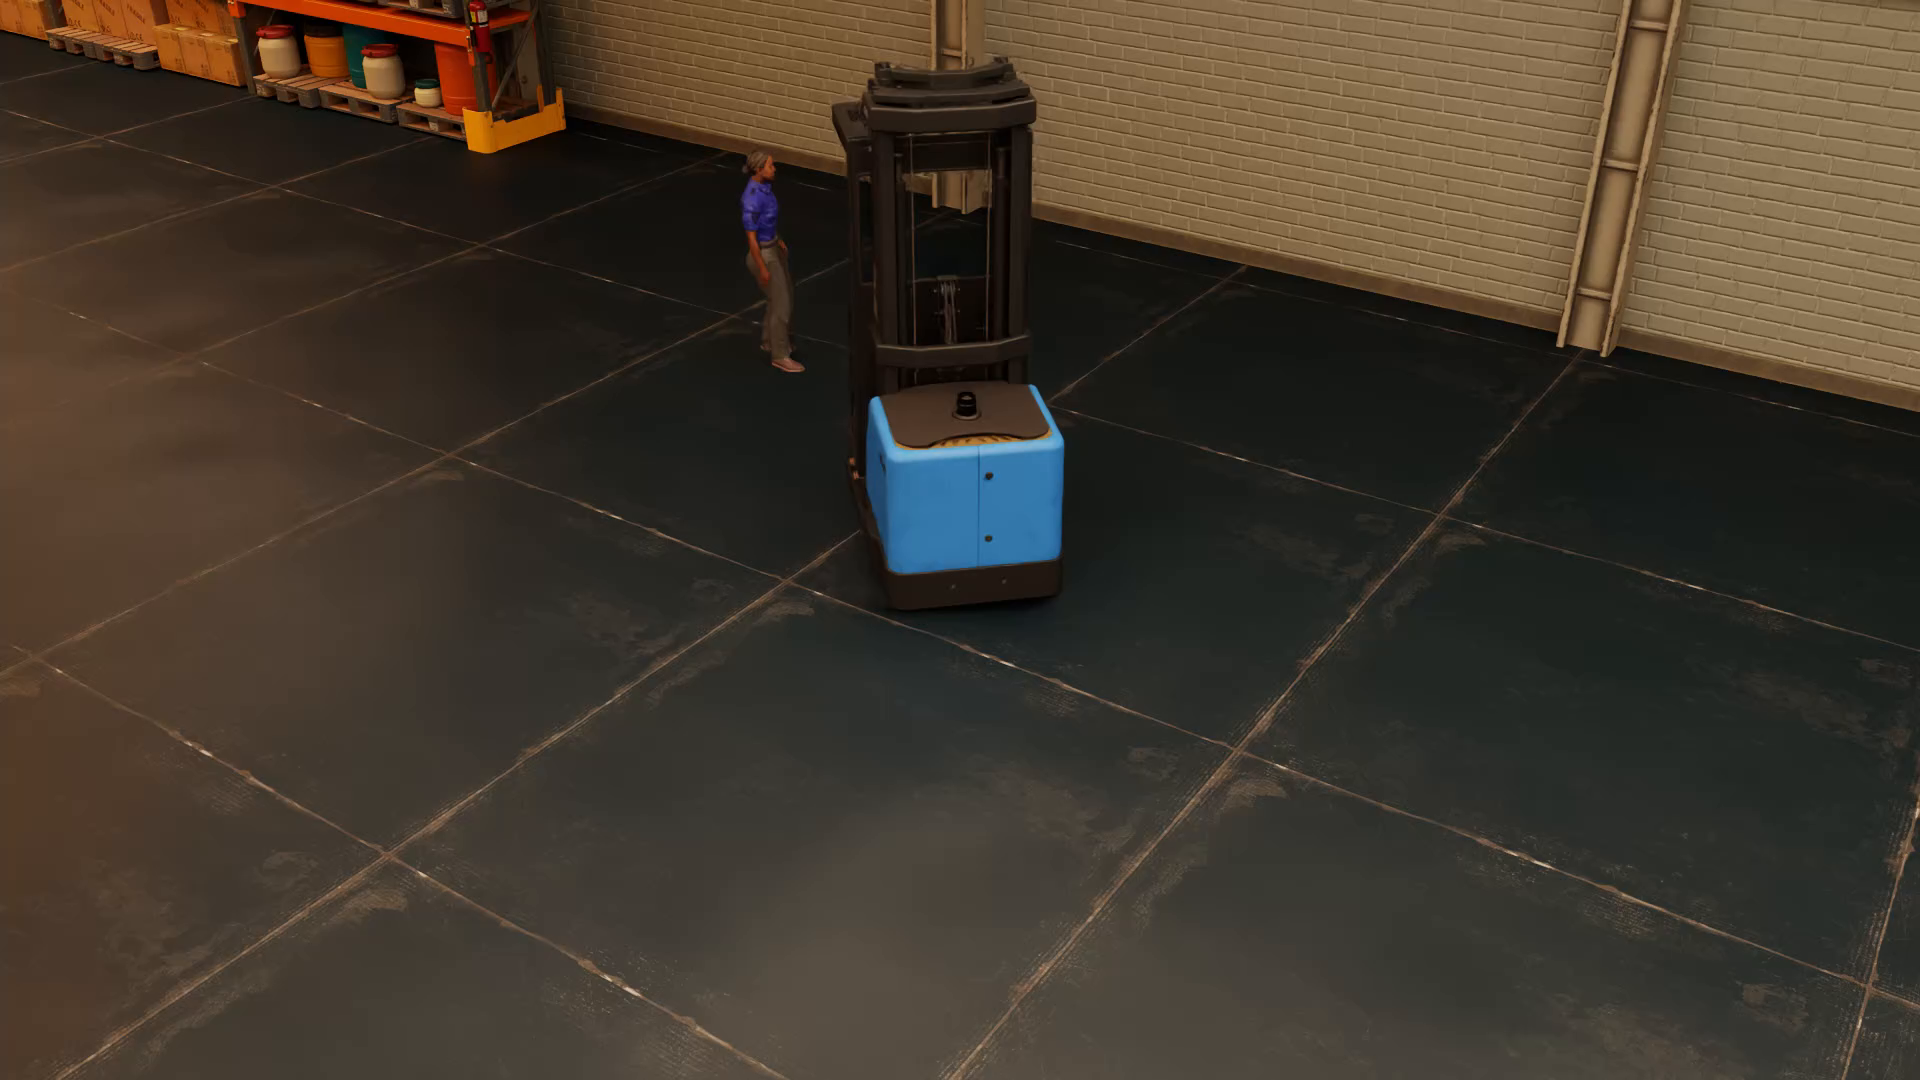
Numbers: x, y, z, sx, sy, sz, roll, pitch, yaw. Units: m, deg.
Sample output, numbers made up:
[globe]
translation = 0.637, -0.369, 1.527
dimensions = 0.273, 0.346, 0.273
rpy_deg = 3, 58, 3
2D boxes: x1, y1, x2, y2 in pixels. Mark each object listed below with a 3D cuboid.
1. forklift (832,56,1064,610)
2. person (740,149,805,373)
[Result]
[forklift]
translation = -0.165, -1.584, 10.310
dimensions = 1.130, 2.935, 3.031
rpy_deg = -5, 31, -9
[person]
translation = -1.397, -2.134, 12.552
dimensions = 0.449, 1.643, 0.634
rpy_deg = 2, 30, 3
